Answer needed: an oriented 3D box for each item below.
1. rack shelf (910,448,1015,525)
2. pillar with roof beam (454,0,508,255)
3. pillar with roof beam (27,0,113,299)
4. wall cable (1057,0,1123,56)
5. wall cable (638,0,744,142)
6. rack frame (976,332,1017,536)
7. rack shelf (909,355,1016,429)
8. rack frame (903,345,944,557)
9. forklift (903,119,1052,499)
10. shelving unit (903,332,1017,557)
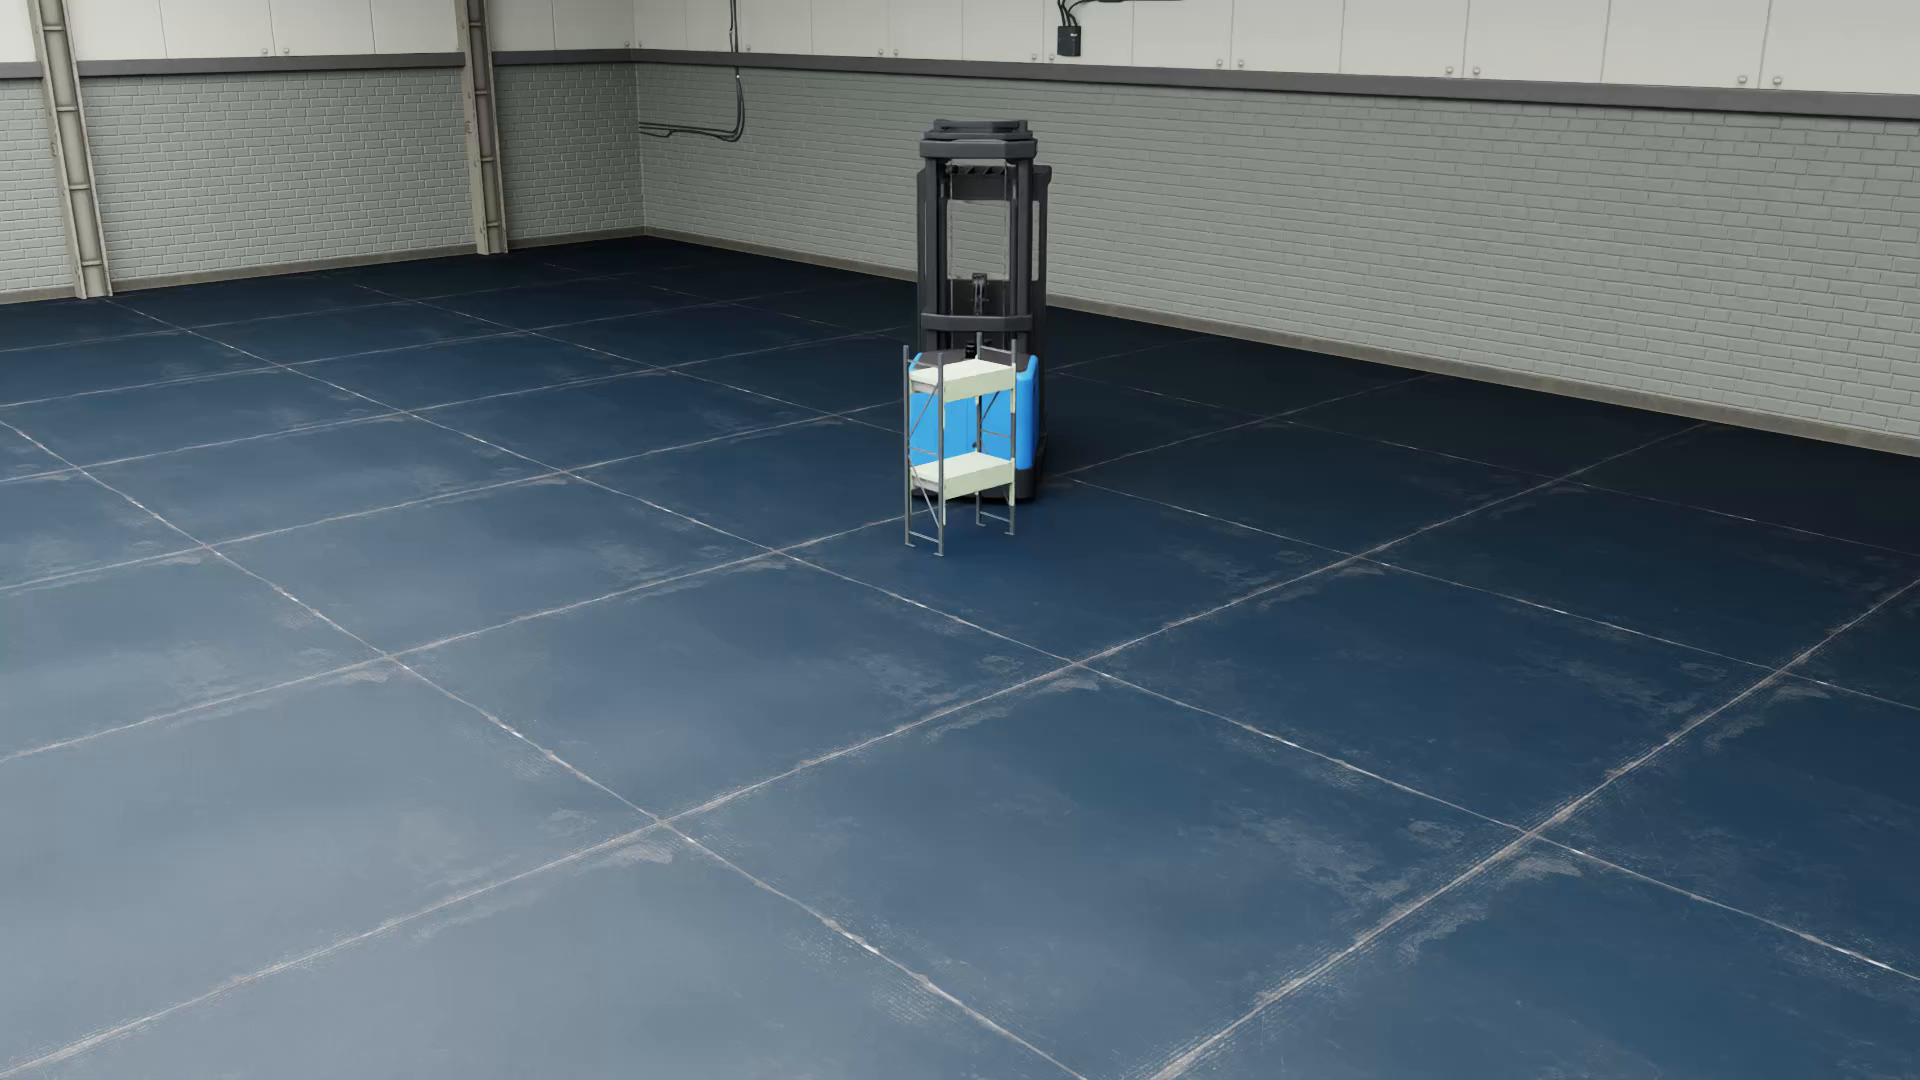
[{"bbox_3d":[0.005,-0.405,12.358,0.720,0.370,0.431,-16,24,-41],"label":"rack shelf"},{"bbox_3d":[-4.561,-7.937,22.374,0.400,9.000,9.100,-16,24,-41],"label":"pillar with roof beam"},{"bbox_3d":[-8.920,-6.666,18.453,0.400,9.000,9.100,-16,24,-41],"label":"pillar with roof beam"},{"bbox_3d":[2.042,-8.717,19.265,0.169,6.003,2.305,-16,24,-41],"label":"wall cable"},{"bbox_3d":[-4.469,-7.753,26.840,0.112,2.526,3.097,-16,24,-41],"label":"wall cable"},{"bbox_3d":[0.271,-0.792,12.497,0.023,1.500,0.400,-16,24,-41],"label":"rack frame"},{"bbox_3d":[0.005,-1.086,12.137,0.720,0.370,0.431,-16,24,-41],"label":"rack shelf"},{"bbox_3d":[-0.261,-0.637,12.019,0.023,1.500,0.400,-16,24,-41],"label":"rack frame"},{"bbox_3d":[0.209,-2.133,14.312,1.130,2.935,3.031,2,18,5],"label":"forklift"},{"bbox_3d":[0.005,-0.715,12.258,0.755,1.500,0.431,-16,24,-41],"label":"shelving unit"}]
